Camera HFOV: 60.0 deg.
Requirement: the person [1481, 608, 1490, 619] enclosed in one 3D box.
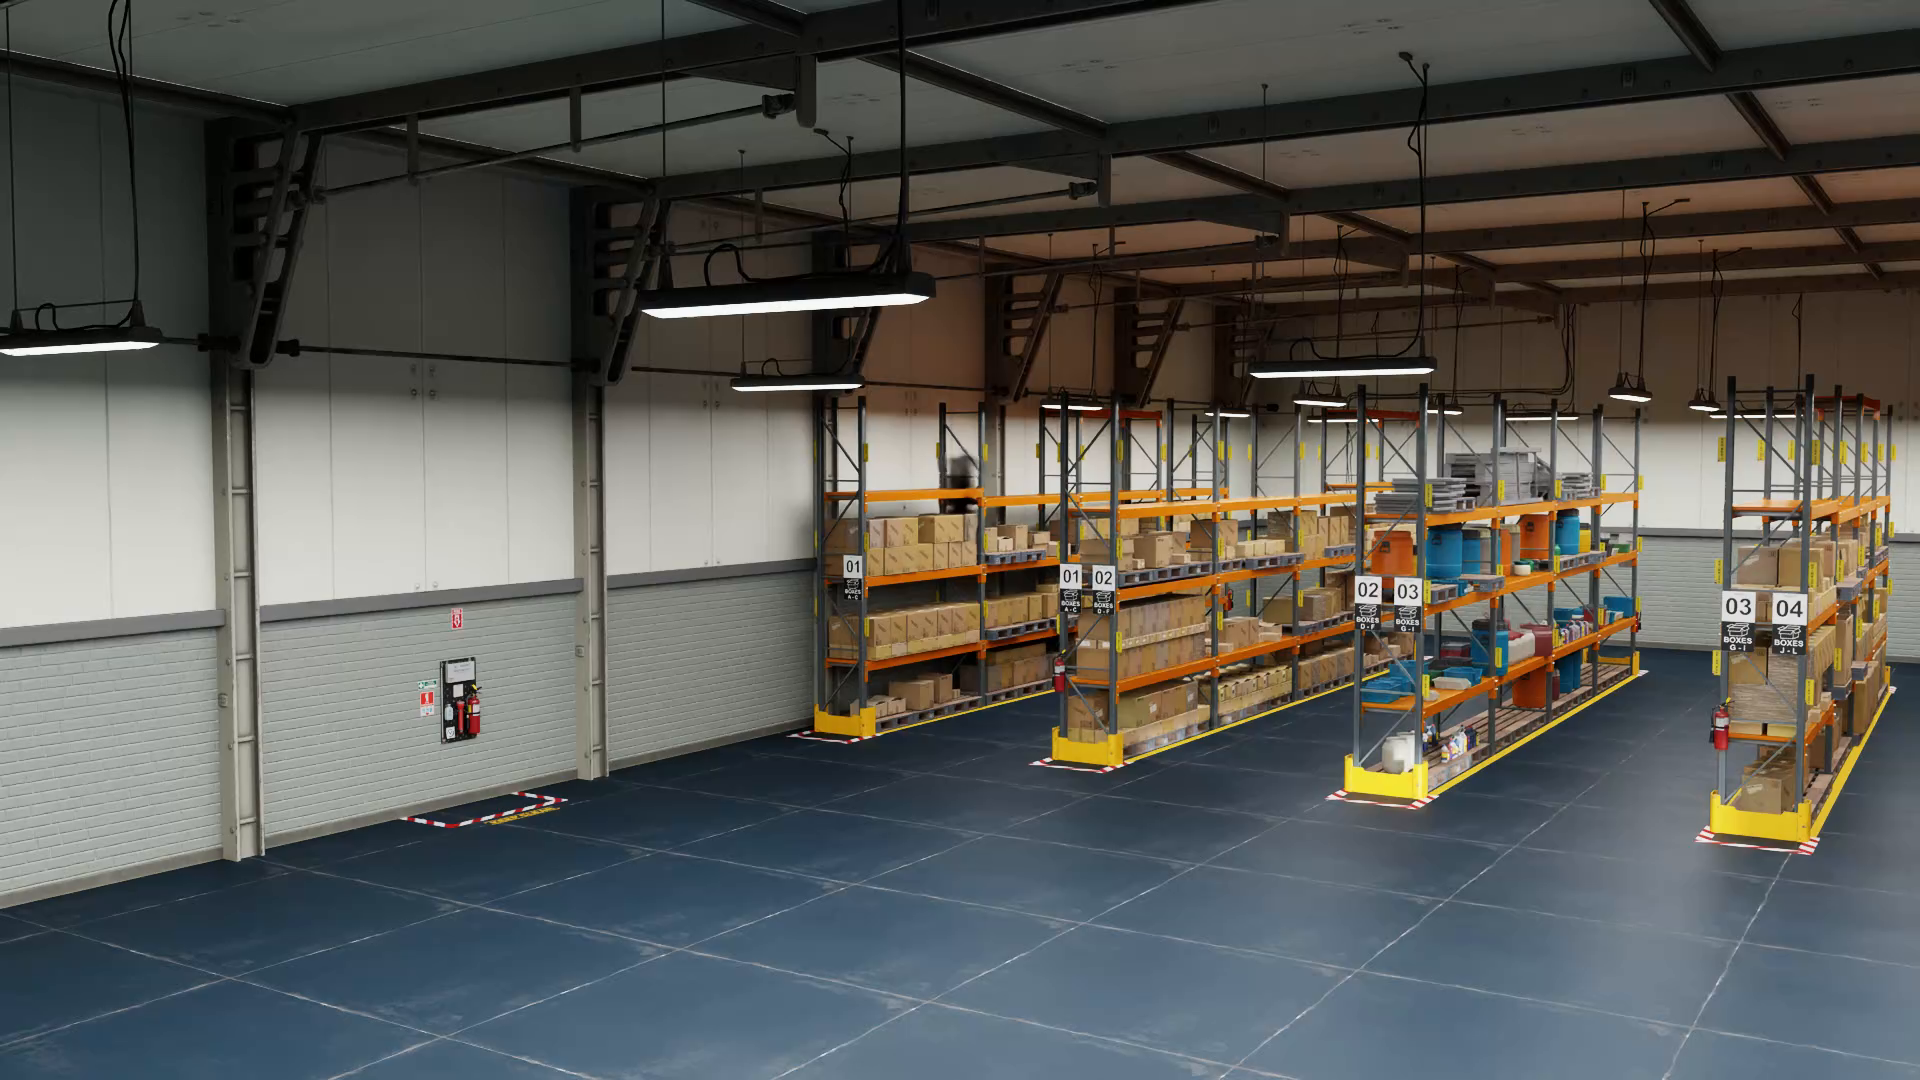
[{"bbox_3d":[11.120,2.312,35.092,0.629,1.765,0.727,3,4,44],"label":"person"}]
